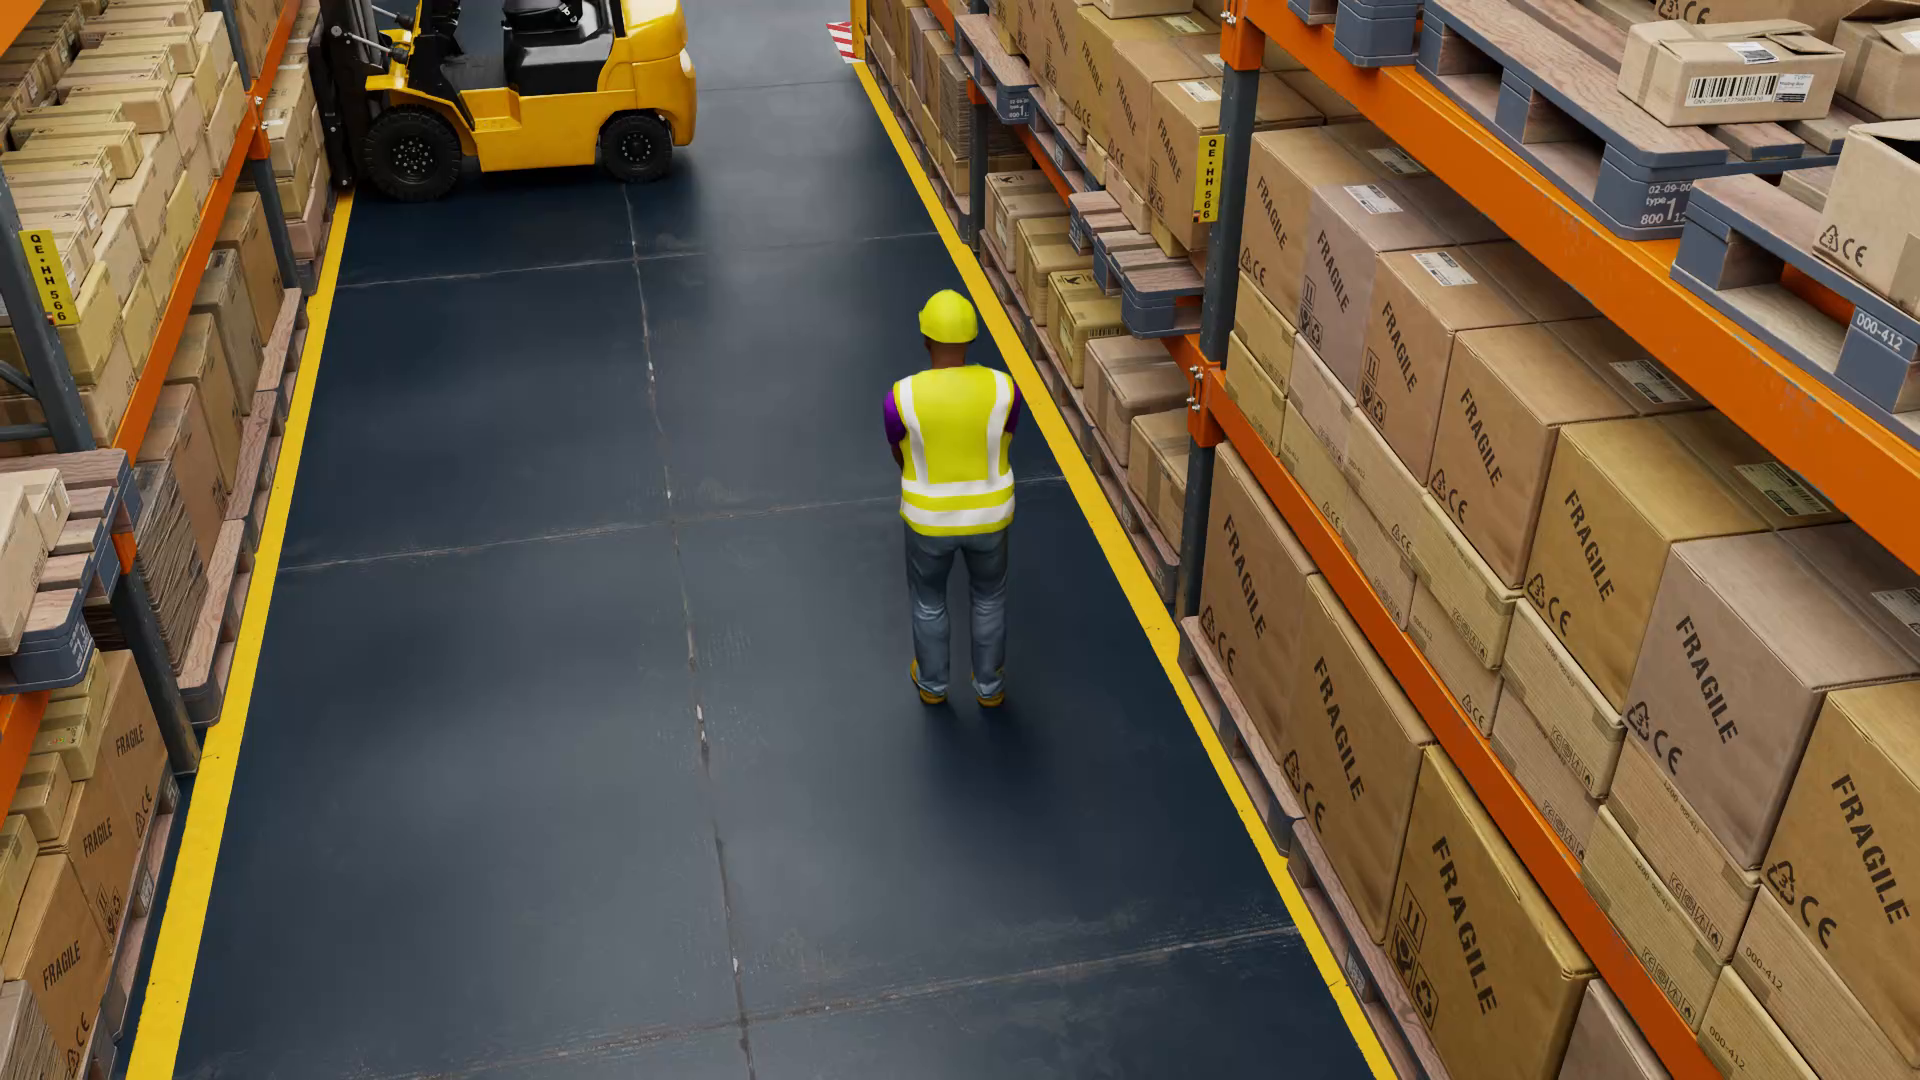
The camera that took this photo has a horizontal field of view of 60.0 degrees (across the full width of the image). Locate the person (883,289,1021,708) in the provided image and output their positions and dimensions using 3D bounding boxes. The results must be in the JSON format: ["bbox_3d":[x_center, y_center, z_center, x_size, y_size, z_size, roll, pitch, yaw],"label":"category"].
[{"bbox_3d":[-0.038,-0.155,6.358,0.505,1.756,0.577,-4,34,-7],"label":"person"}]
